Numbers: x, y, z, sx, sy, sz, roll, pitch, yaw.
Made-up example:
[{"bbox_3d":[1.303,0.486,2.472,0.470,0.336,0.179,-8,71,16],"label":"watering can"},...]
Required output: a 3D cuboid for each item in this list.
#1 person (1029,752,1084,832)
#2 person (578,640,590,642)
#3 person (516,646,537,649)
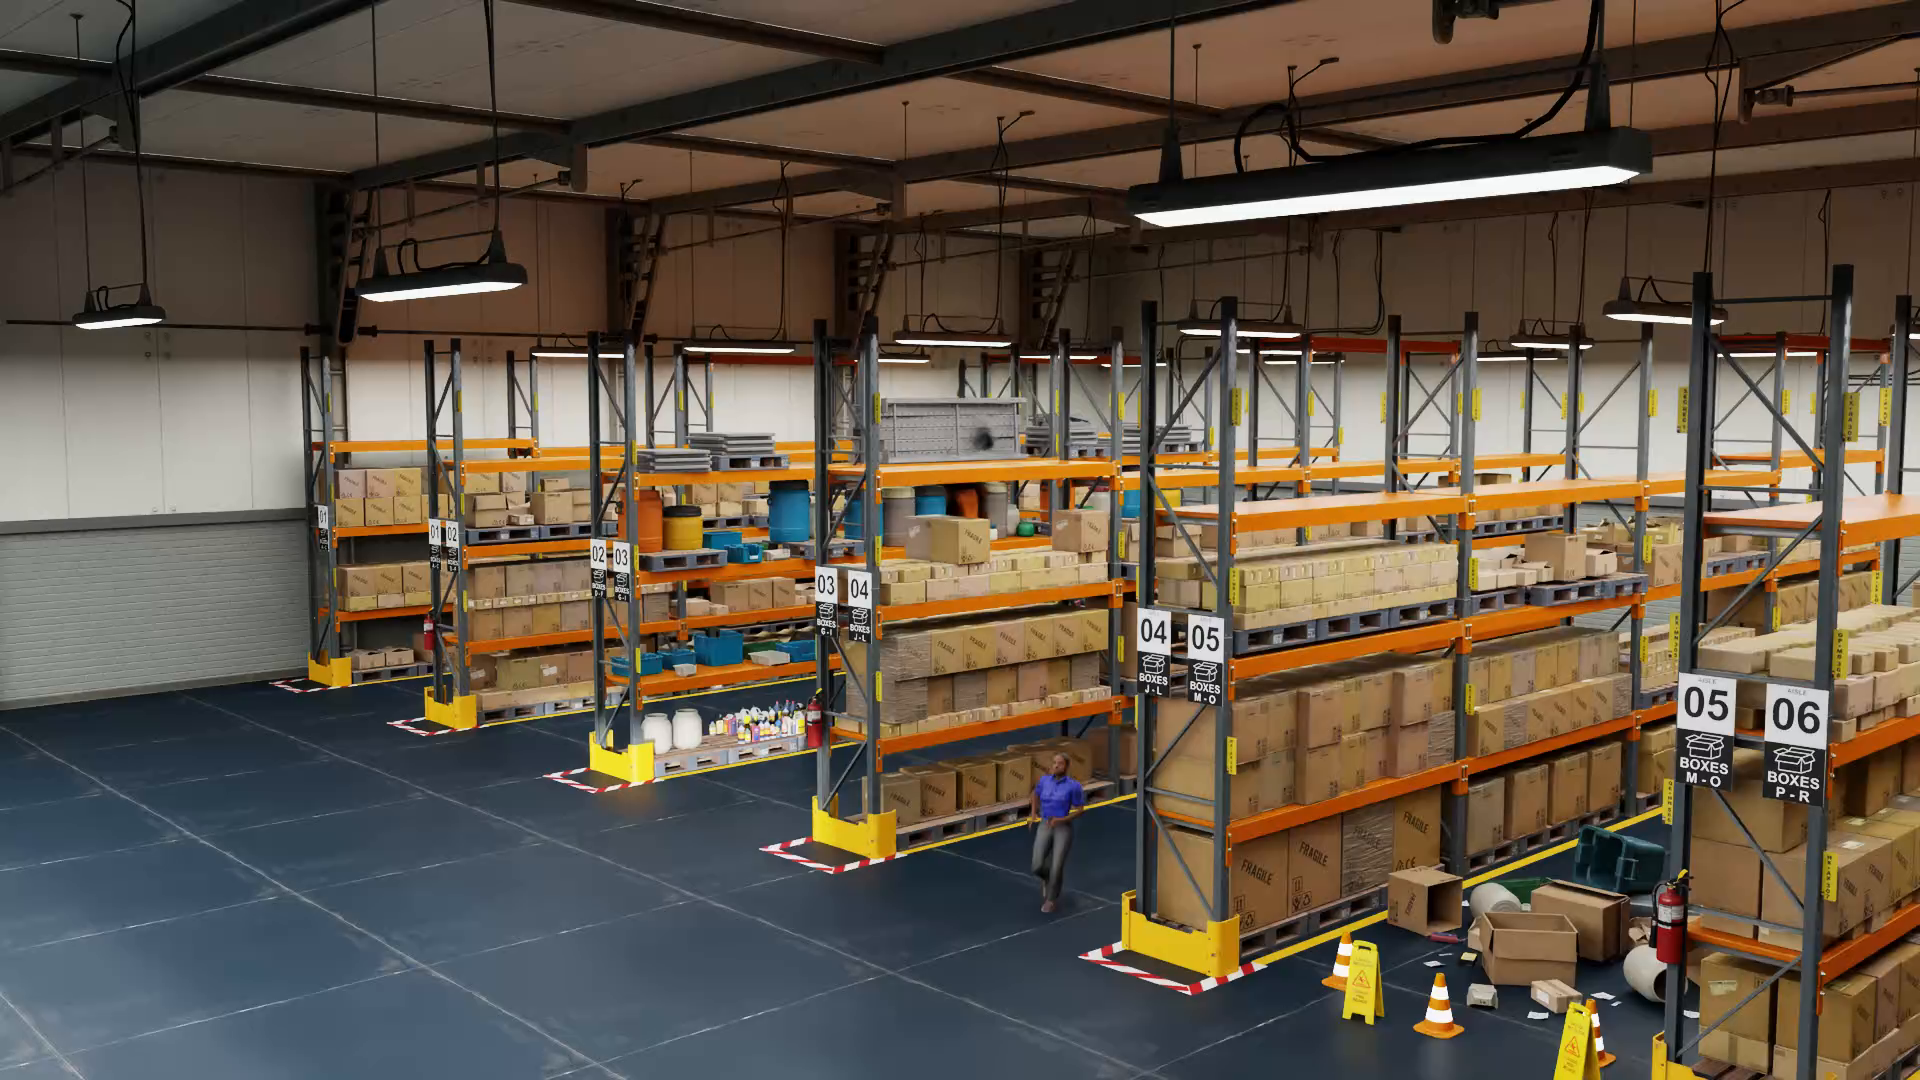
[{"bbox_3d":[0.947,2.524,16.560,0.585,0.819,0.479,2,5,17],"label":"person"},{"bbox_3d":[-6.631,1.657,30.046,0.707,1.725,0.667,5,7,43],"label":"person"},{"bbox_3d":[-7.430,1.918,28.788,0.681,1.389,0.542,-5,7,-43],"label":"person"}]
